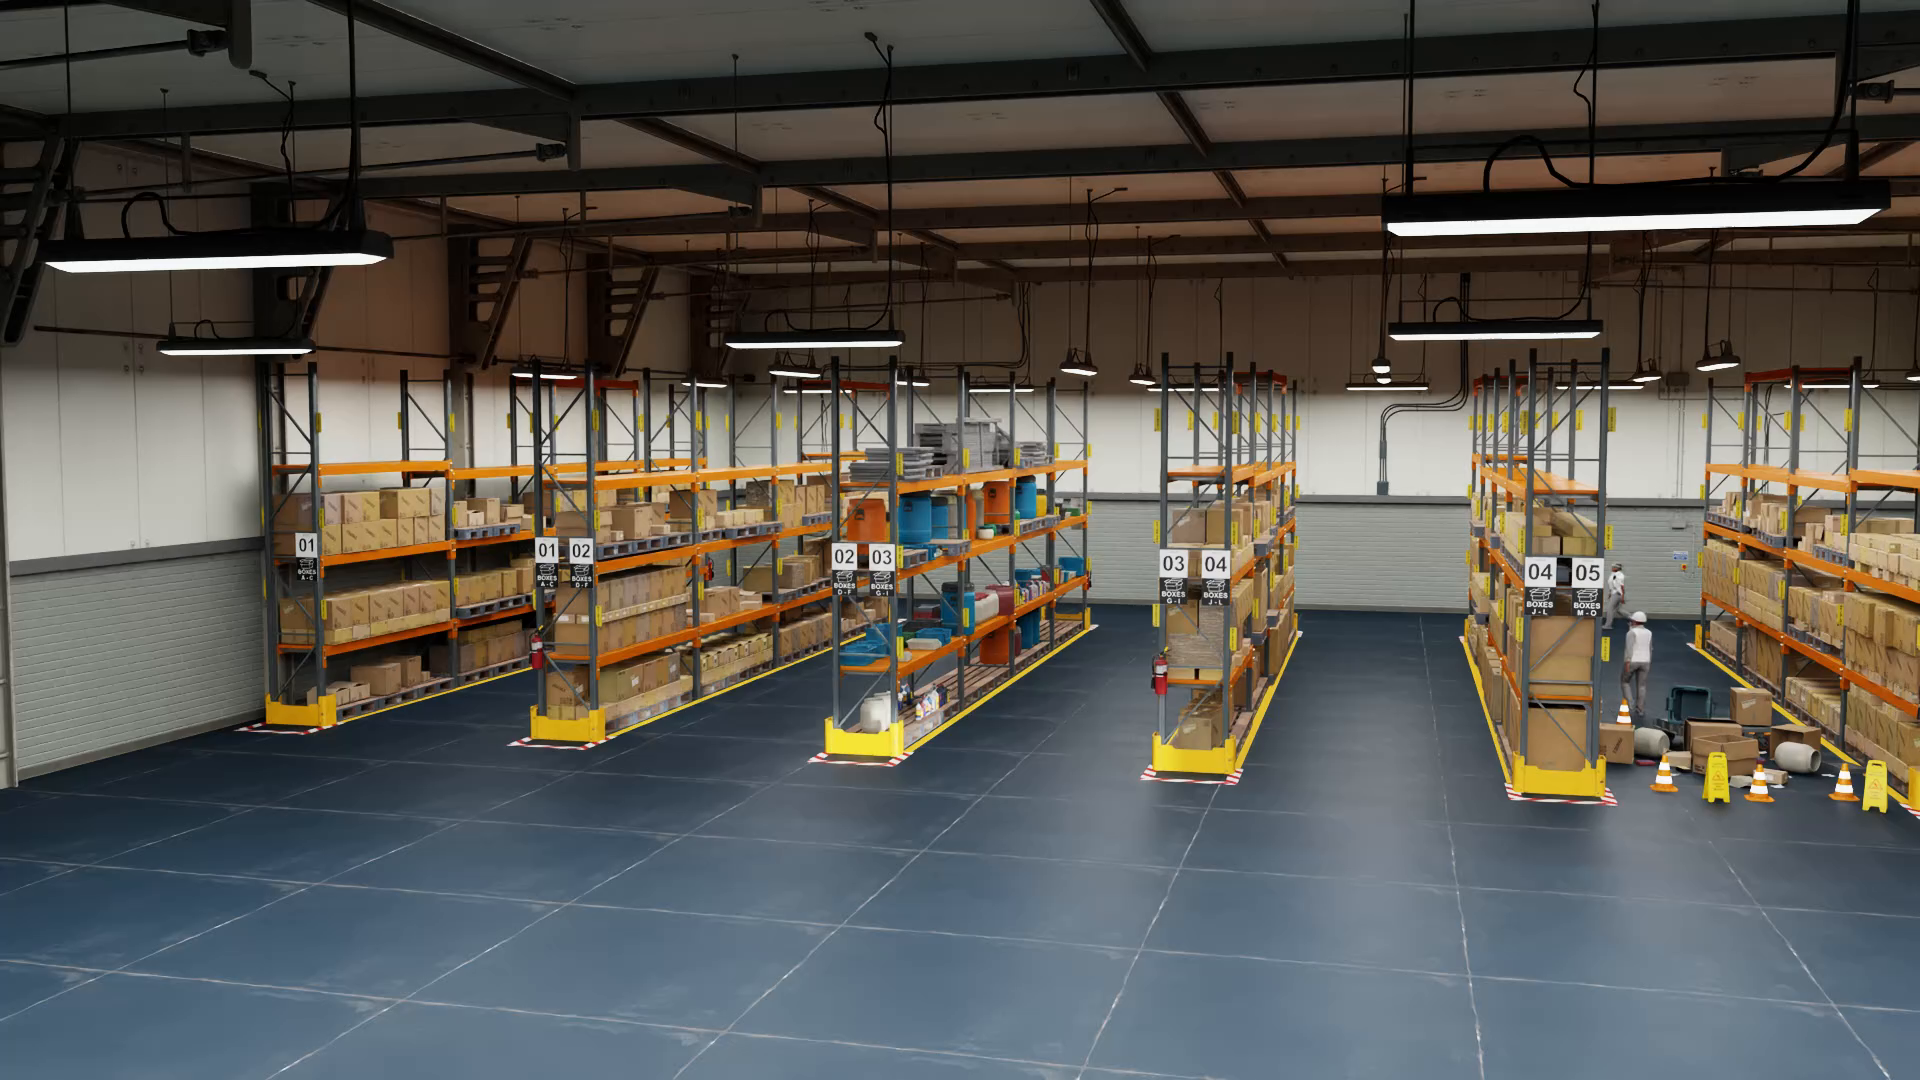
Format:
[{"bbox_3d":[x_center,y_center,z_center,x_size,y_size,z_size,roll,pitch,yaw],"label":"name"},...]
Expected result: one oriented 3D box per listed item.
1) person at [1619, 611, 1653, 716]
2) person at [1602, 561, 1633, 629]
[{"bbox_3d":[11.620,2.114,28.467,0.525,1.777,0.541,0,4,2],"label":"person"},{"bbox_3d":[15.989,1.330,40.334,0.923,1.643,0.461,1,4,7],"label":"person"}]
